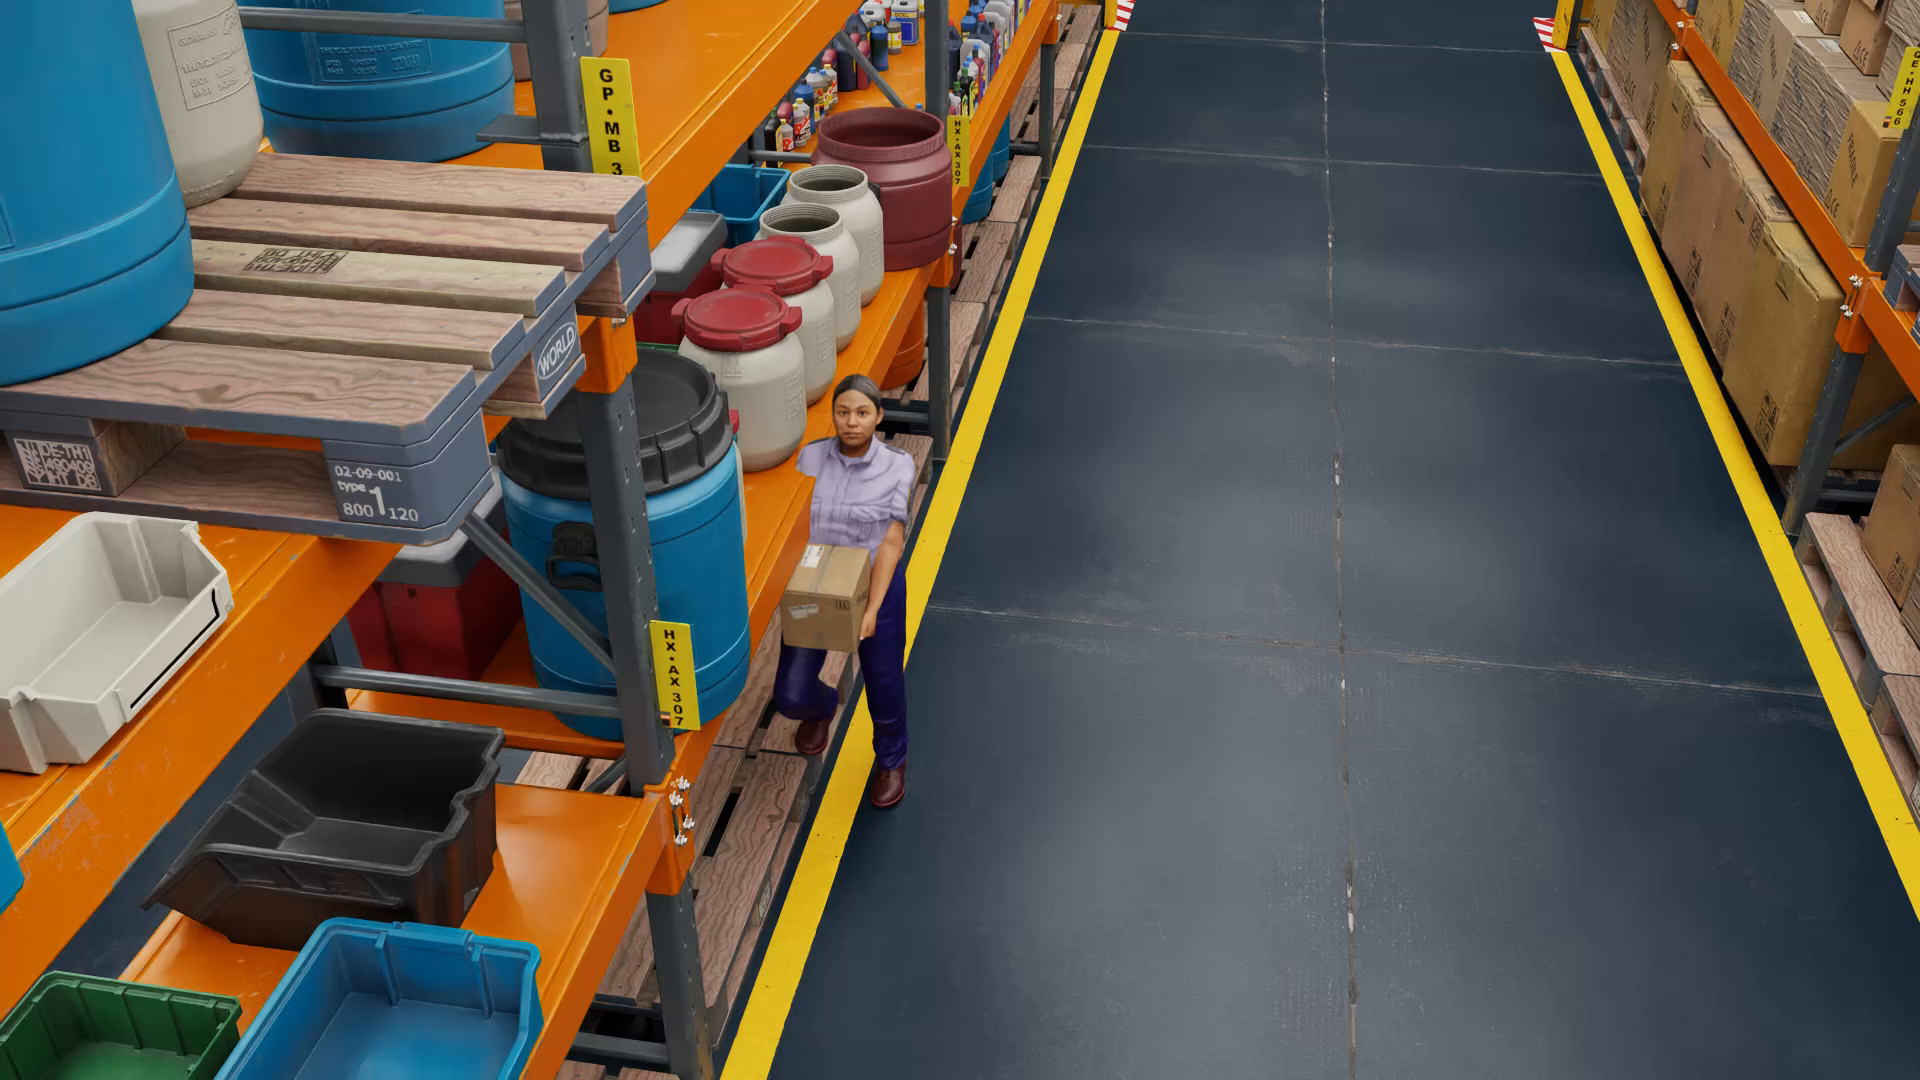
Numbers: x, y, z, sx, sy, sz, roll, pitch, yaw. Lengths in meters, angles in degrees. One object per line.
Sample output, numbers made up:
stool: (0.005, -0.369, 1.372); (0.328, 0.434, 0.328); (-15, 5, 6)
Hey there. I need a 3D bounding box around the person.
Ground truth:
person: (-0.395, 0.237, 5.820); (0.445, 1.602, 0.584); (6, 33, 9)
